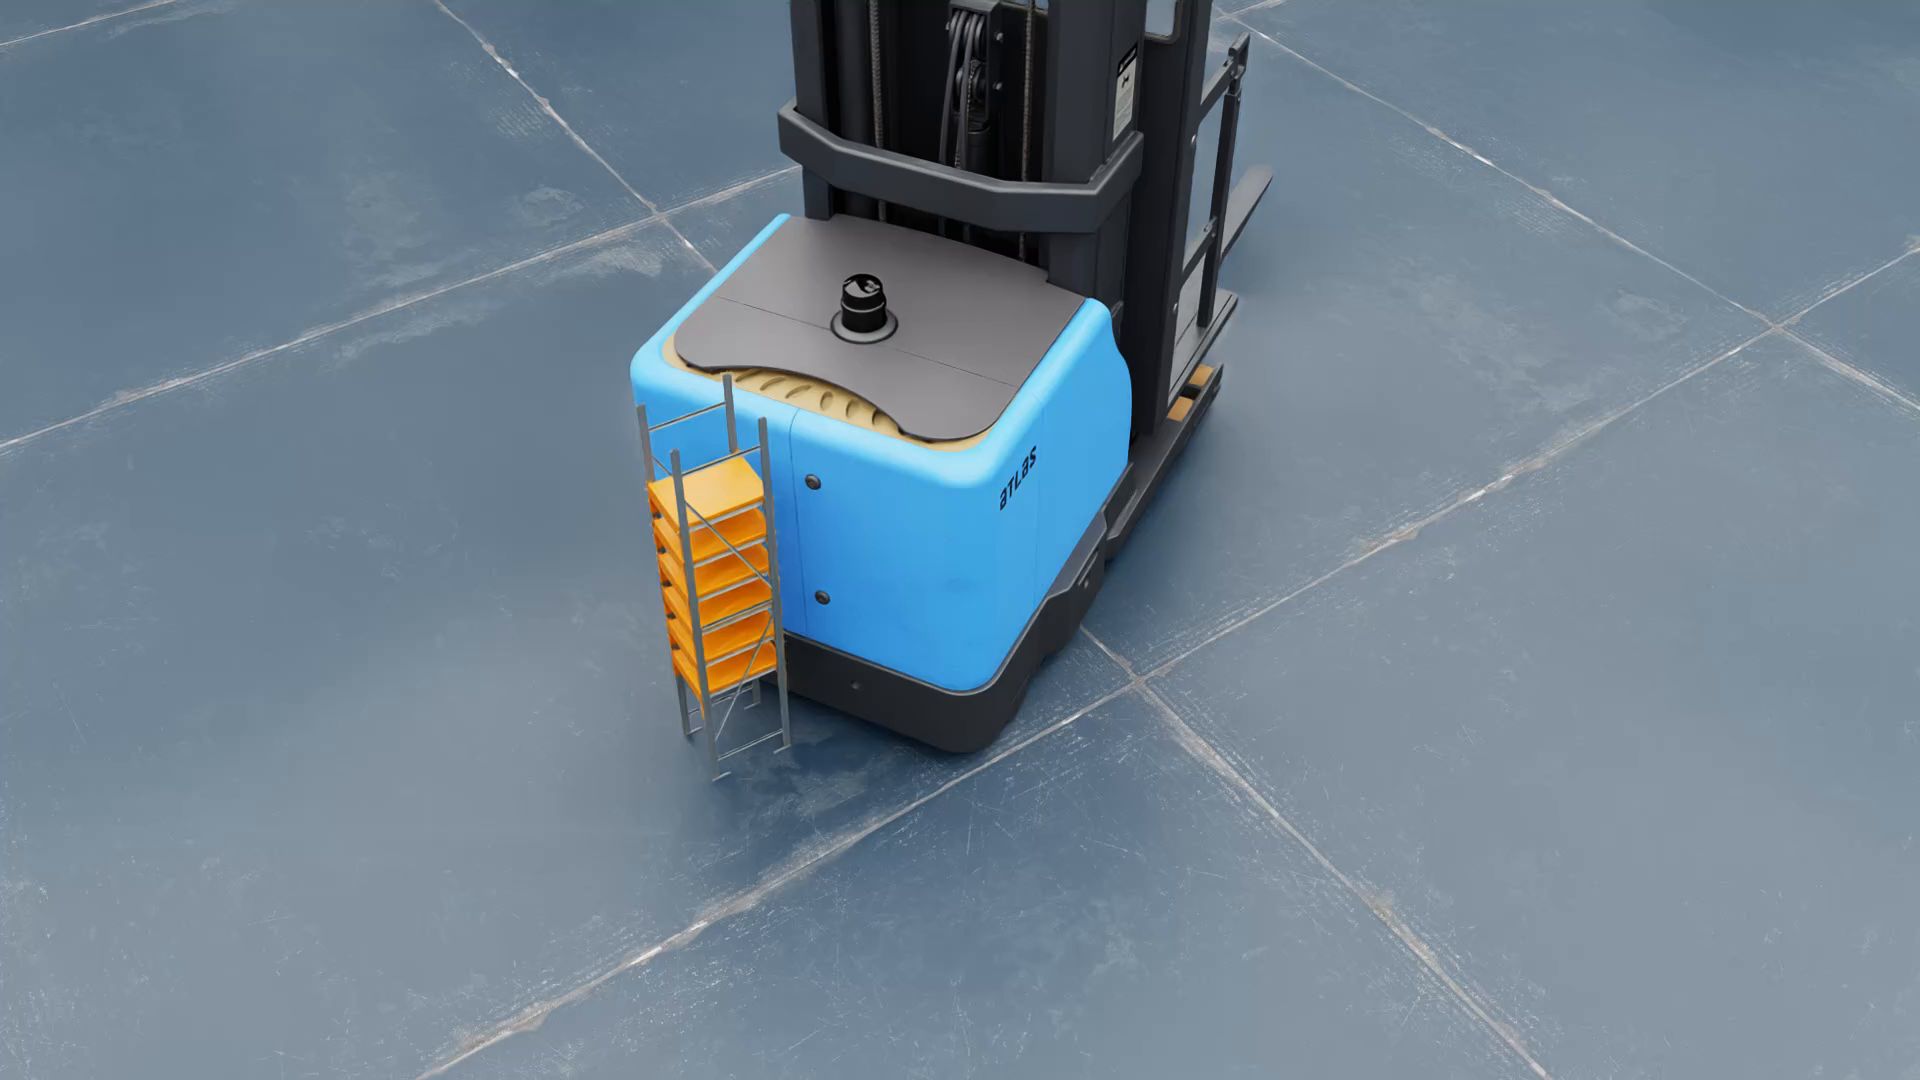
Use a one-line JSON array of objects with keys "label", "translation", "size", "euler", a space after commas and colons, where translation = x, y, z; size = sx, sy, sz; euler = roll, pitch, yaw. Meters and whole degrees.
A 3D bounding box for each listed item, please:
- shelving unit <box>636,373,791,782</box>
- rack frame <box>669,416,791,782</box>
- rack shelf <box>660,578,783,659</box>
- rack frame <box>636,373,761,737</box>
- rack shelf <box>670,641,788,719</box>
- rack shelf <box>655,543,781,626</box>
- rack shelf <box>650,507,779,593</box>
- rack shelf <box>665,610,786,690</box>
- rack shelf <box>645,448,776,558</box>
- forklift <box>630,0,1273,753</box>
[{"label": "shelving unit", "translation": [-0.609, 0.134, 4.235], "size": [0.258, 1.200, 0.189], "euler": [-23, 49, -23]}, {"label": "rack frame", "translation": [-0.561, 0.189, 4.181], "size": [0.240, 1.200, 0.006], "euler": [-23, 49, -23]}, {"label": "rack shelf", "translation": [-0.610, 0.165, 4.266], "size": [0.258, 0.103, 0.180], "euler": [-23, 49, -23]}, {"label": "rack frame", "translation": [-0.657, 0.079, 4.290], "size": [0.240, 1.200, 0.006], "euler": [-23, 49, -23]}, {"label": "rack shelf", "translation": [-0.616, 0.337, 4.434], "size": [0.258, 0.103, 0.180], "euler": [-23, 49, -23]}, {"label": "rack shelf", "translation": [-0.607, 0.080, 4.183], "size": [0.258, 0.103, 0.180], "euler": [-23, 49, -23]}, {"label": "rack shelf", "translation": [-0.604, -0.006, 4.099], "size": [0.258, 0.103, 0.180], "euler": [-23, 49, -23]}, {"label": "rack shelf", "translation": [-0.613, 0.251, 4.350], "size": [0.258, 0.103, 0.180], "euler": [-23, 49, -23]}, {"label": "rack shelf", "translation": [-0.601, -0.092, 4.015], "size": [0.258, 0.103, 0.180], "euler": [-23, 49, -23]}, {"label": "forklift", "translation": [0.246, -1.501, 4.699], "size": [1.130, 2.935, 3.031], "euler": [19, 47, 18]}]
